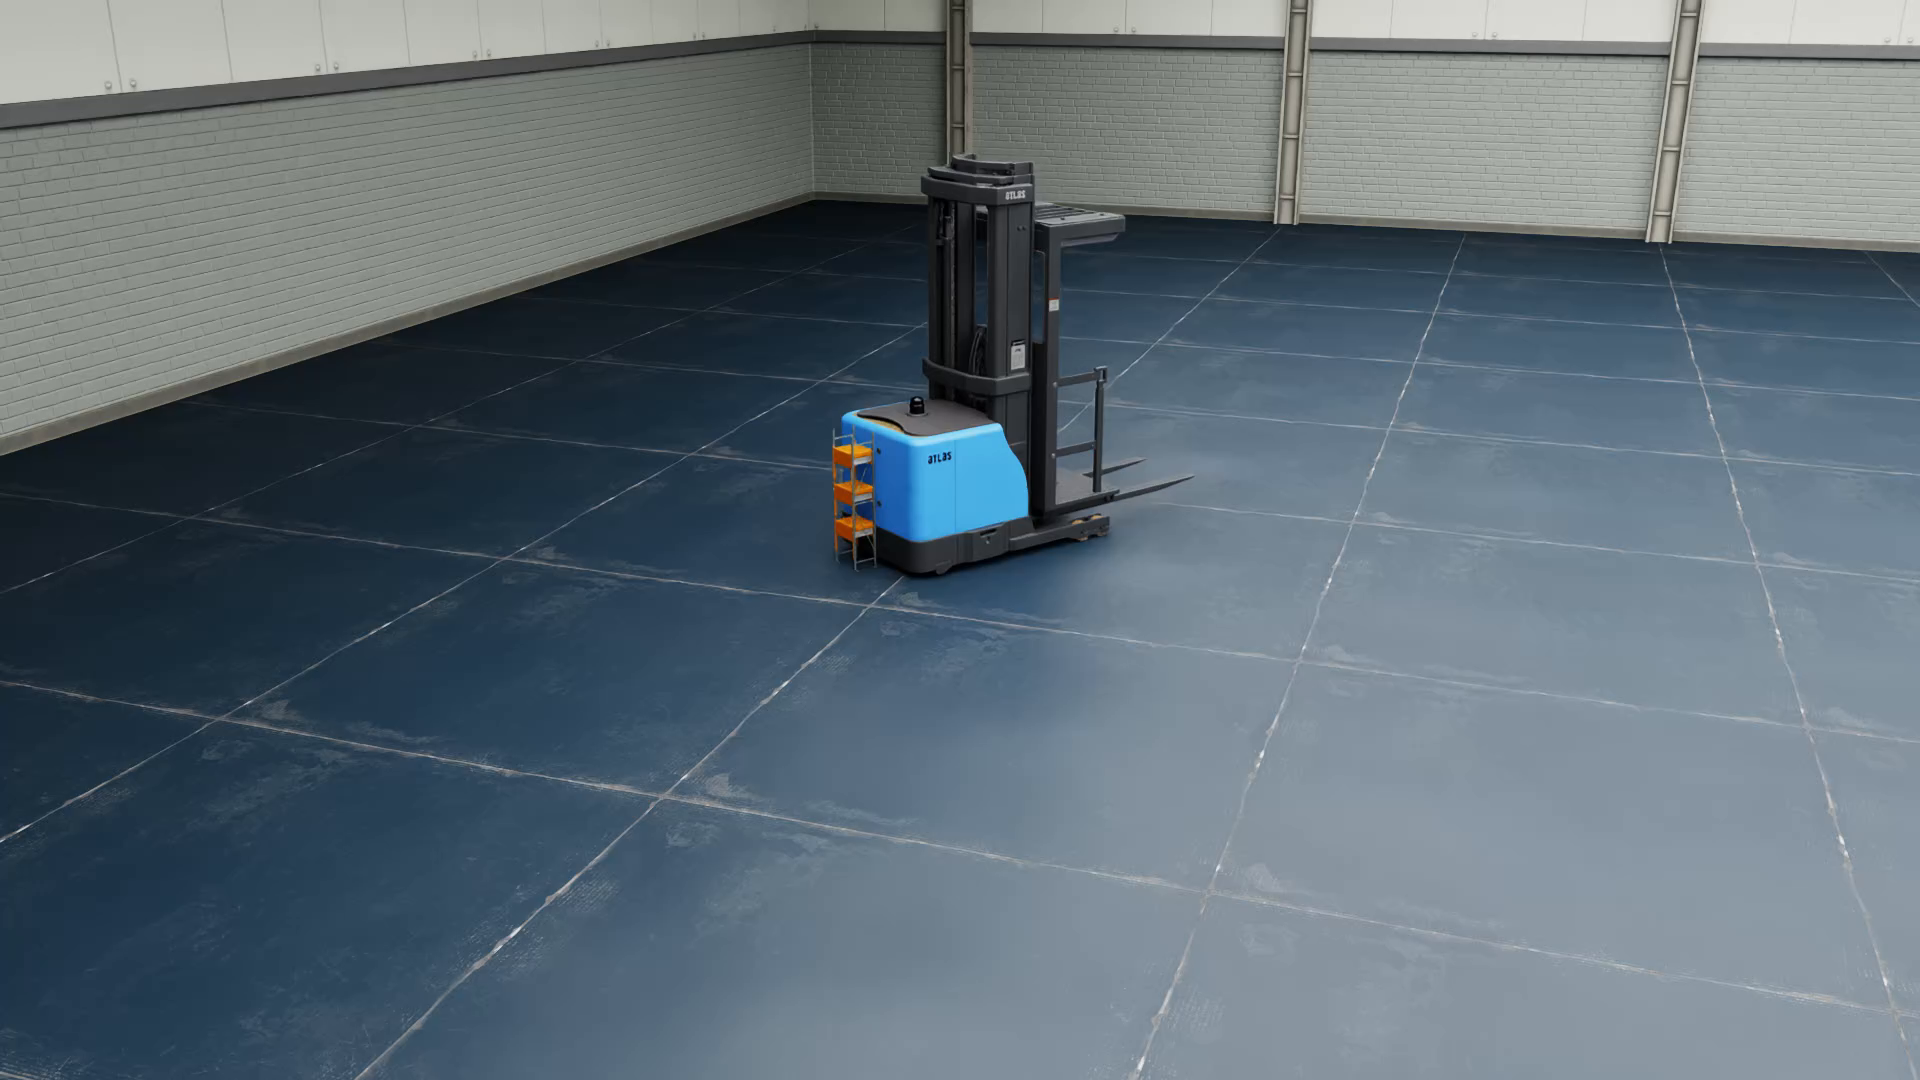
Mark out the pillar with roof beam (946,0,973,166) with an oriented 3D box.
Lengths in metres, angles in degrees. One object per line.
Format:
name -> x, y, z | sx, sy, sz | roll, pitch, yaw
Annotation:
pillar with roof beam -> -1.420, -9.055, 25.383 | 0.400, 9.000, 9.100 | 7, 20, 18

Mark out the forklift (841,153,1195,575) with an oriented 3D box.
forklift -> 0.568, -1.499, 12.924 | 3.031, 2.935, 1.130 | -14, 24, -35

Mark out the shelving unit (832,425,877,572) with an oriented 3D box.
shelving unit -> -0.784, -0.306, 12.360 | 0.215, 1.050, 0.252 | -15, 24, -36

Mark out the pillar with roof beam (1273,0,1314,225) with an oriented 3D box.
pillar with roof beam -> 4.248, -8.407, 23.524 | 0.400, 9.000, 9.100 | 7, 20, 18

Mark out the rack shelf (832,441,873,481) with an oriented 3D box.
rack shelf -> -0.784, -0.564, 12.270 | 0.215, 0.259, 0.240 | -15, 24, -36

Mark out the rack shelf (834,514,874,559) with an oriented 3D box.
rack shelf -> -0.784, -0.034, 12.455 | 0.215, 0.259, 0.240 | -15, 24, -36

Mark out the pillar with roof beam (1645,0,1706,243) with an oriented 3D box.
pillar with roof beam -> 9.916, -7.759, 21.665 | 0.400, 9.000, 9.100 | 7, 20, 18

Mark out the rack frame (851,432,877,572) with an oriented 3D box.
rack frame -> -0.708, -0.275, 12.270 | 0.200, 1.050, 0.008 | -15, 24, -36

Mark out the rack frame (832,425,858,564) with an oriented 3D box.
rack frame -> -0.859, -0.338, 12.451 | 0.200, 1.050, 0.008 | -15, 24, -36

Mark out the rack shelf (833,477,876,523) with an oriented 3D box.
rack shelf -> -0.784, -0.296, 12.364 | 0.215, 0.259, 0.240 | -15, 24, -36
